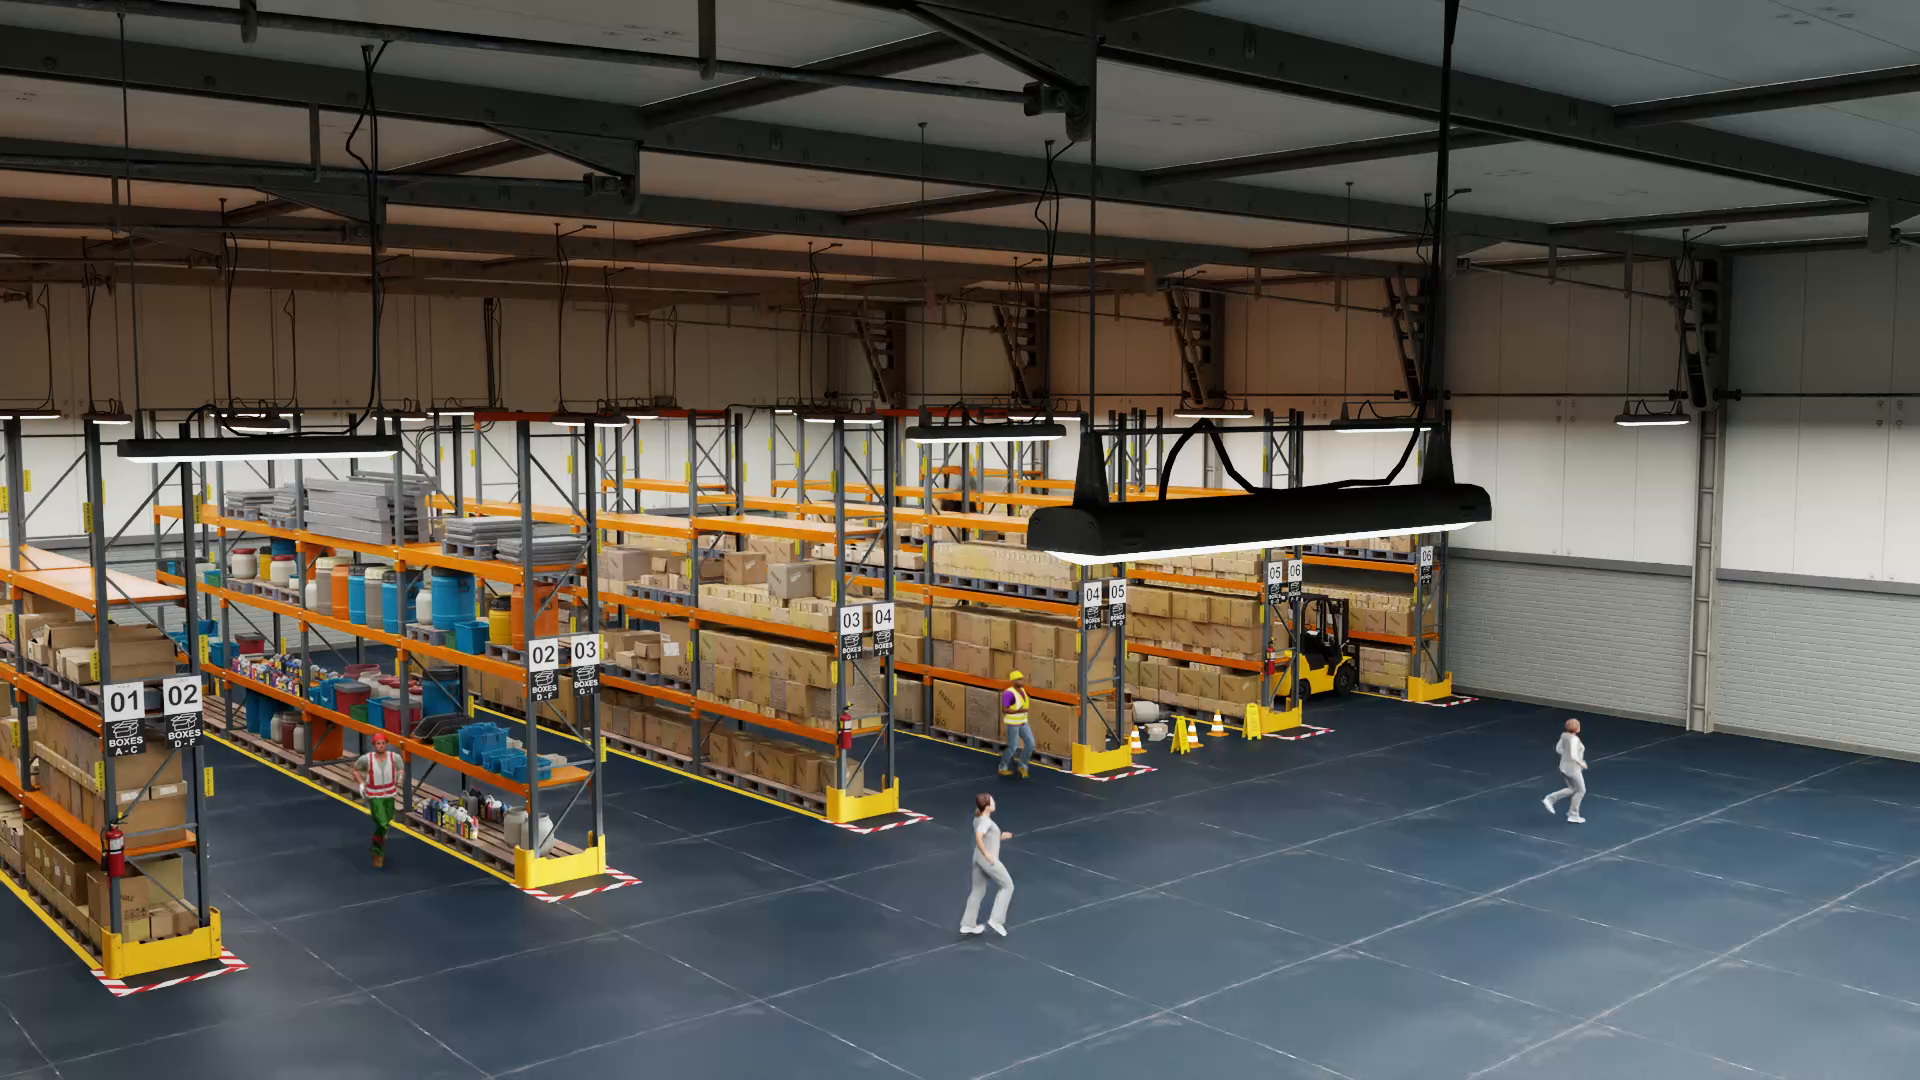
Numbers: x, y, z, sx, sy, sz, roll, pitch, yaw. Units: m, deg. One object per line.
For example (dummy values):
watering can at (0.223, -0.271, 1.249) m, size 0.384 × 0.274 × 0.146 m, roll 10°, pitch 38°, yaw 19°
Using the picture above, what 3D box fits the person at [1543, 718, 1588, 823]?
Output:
person at (8.947, 3.401, 24.494) m, size 0.637 × 1.568 × 0.555 m, roll 0°, pitch 5°, yaw -5°

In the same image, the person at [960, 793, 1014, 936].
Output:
person at (0.316, 3.792, 19.396) m, size 0.677 × 1.704 × 0.546 m, roll -2°, pitch 6°, yaw -26°

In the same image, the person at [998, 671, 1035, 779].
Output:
person at (0.943, 3.065, 27.342) m, size 0.660 × 1.838 × 0.695 m, roll 4°, pitch 6°, yaw 39°

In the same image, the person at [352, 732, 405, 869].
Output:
person at (-7.762, 3.492, 22.371) m, size 0.616 × 1.833 × 0.746 m, roll -4°, pitch 7°, yaw -40°
